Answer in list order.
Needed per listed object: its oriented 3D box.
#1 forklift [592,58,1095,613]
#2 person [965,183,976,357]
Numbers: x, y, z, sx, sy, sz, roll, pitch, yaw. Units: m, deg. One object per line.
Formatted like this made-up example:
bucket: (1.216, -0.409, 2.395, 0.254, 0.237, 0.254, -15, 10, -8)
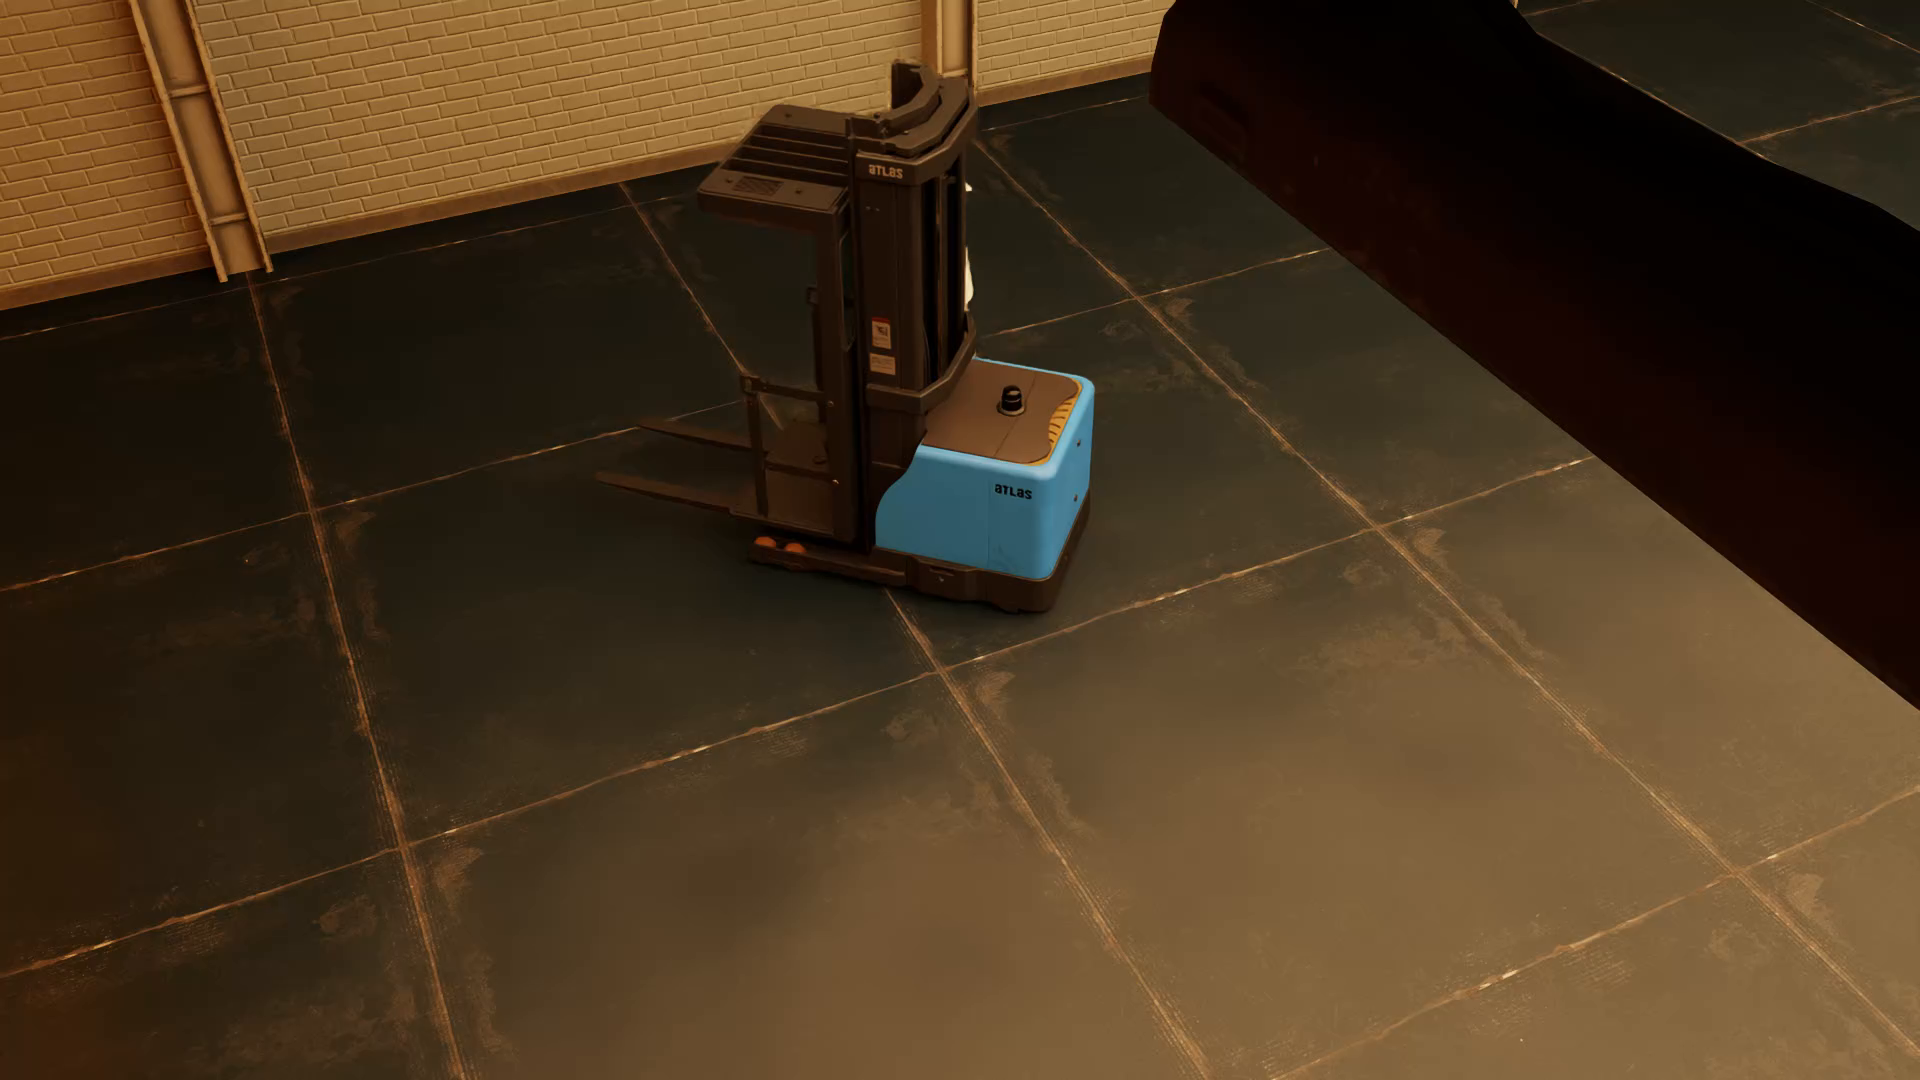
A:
forklift: (-0.768, -1.252, 9.516, 3.031, 2.935, 1.130, 12, 41, 14)
person: (-0.138, -1.618, 10.931, 0.482, 1.692, 0.870, 0, 40, -1)
